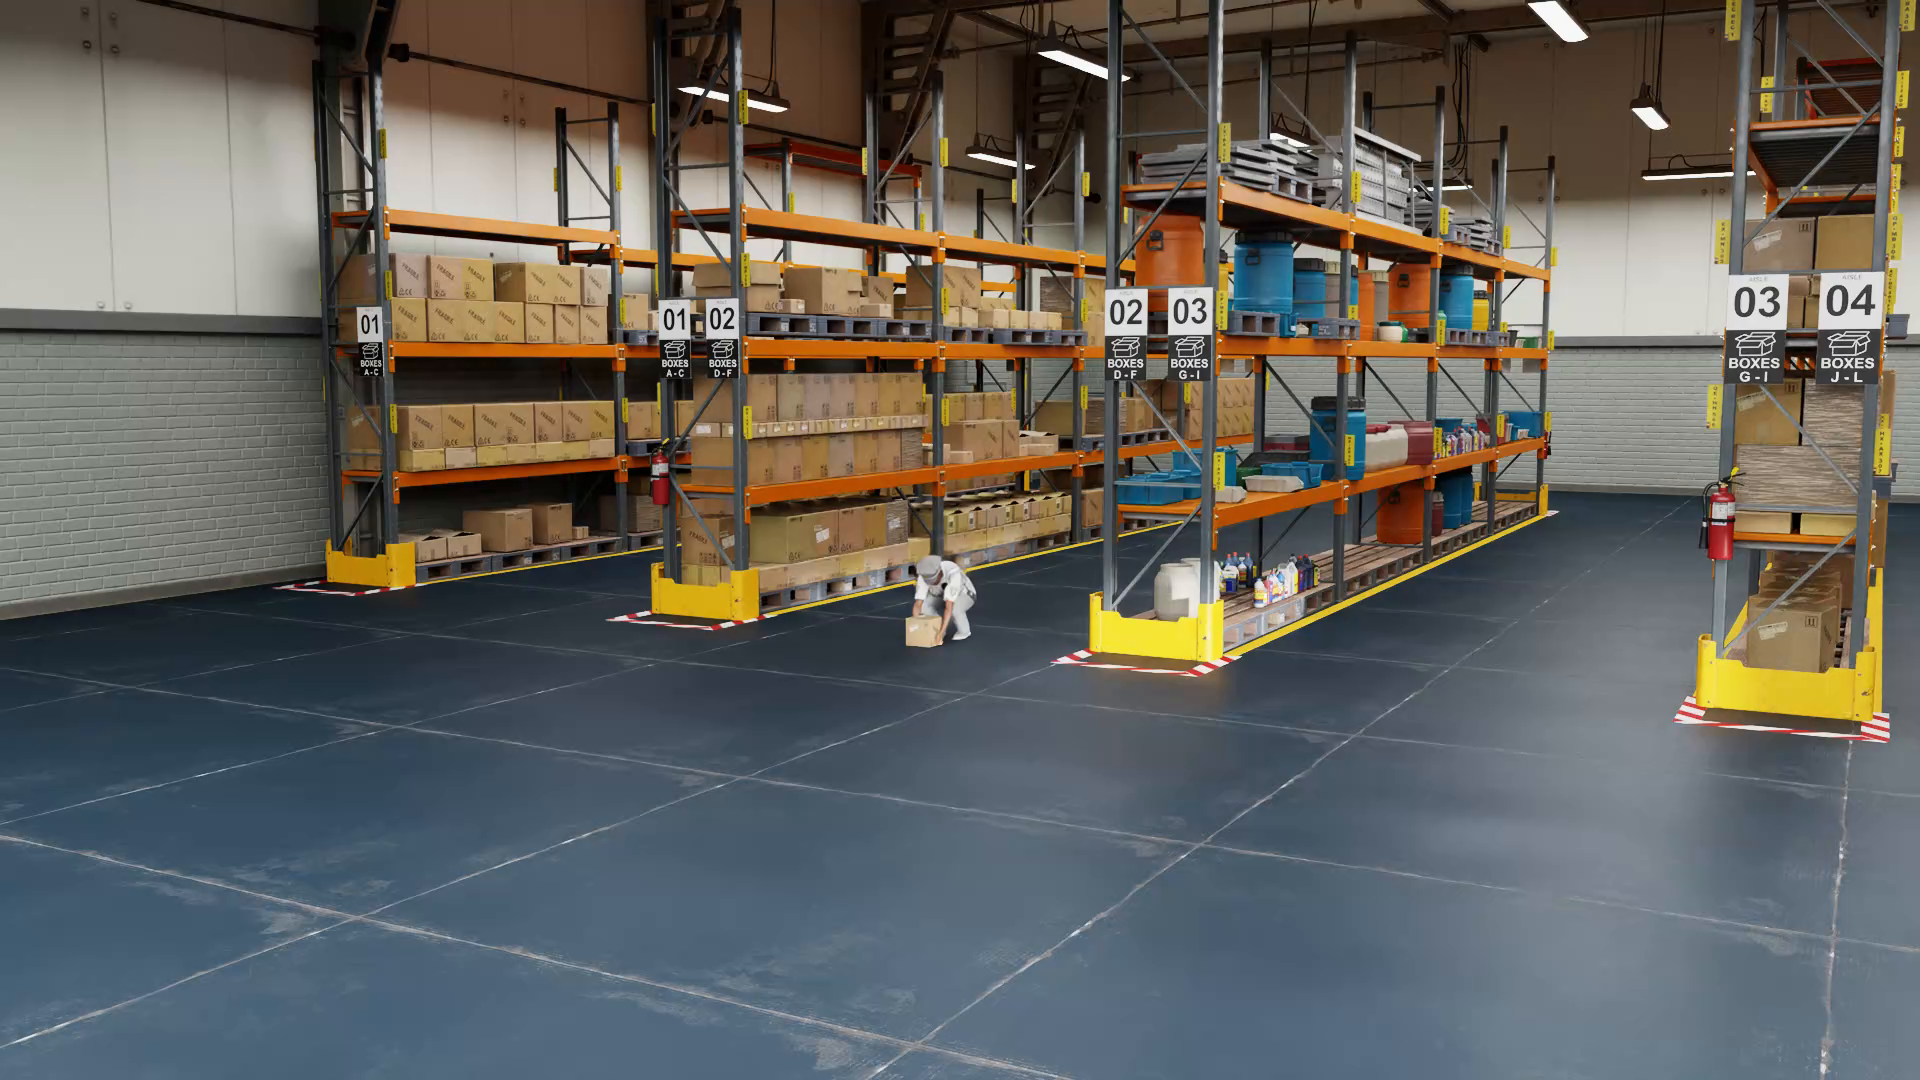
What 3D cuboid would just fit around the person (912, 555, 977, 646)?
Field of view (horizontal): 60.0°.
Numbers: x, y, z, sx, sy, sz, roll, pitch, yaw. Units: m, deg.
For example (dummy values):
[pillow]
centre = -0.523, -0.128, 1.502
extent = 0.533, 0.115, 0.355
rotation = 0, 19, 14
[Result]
[person]
centre = -0.164, 0.533, 15.450
extent = 0.470, 0.850, 0.871
rotation = 3, 7, 29
